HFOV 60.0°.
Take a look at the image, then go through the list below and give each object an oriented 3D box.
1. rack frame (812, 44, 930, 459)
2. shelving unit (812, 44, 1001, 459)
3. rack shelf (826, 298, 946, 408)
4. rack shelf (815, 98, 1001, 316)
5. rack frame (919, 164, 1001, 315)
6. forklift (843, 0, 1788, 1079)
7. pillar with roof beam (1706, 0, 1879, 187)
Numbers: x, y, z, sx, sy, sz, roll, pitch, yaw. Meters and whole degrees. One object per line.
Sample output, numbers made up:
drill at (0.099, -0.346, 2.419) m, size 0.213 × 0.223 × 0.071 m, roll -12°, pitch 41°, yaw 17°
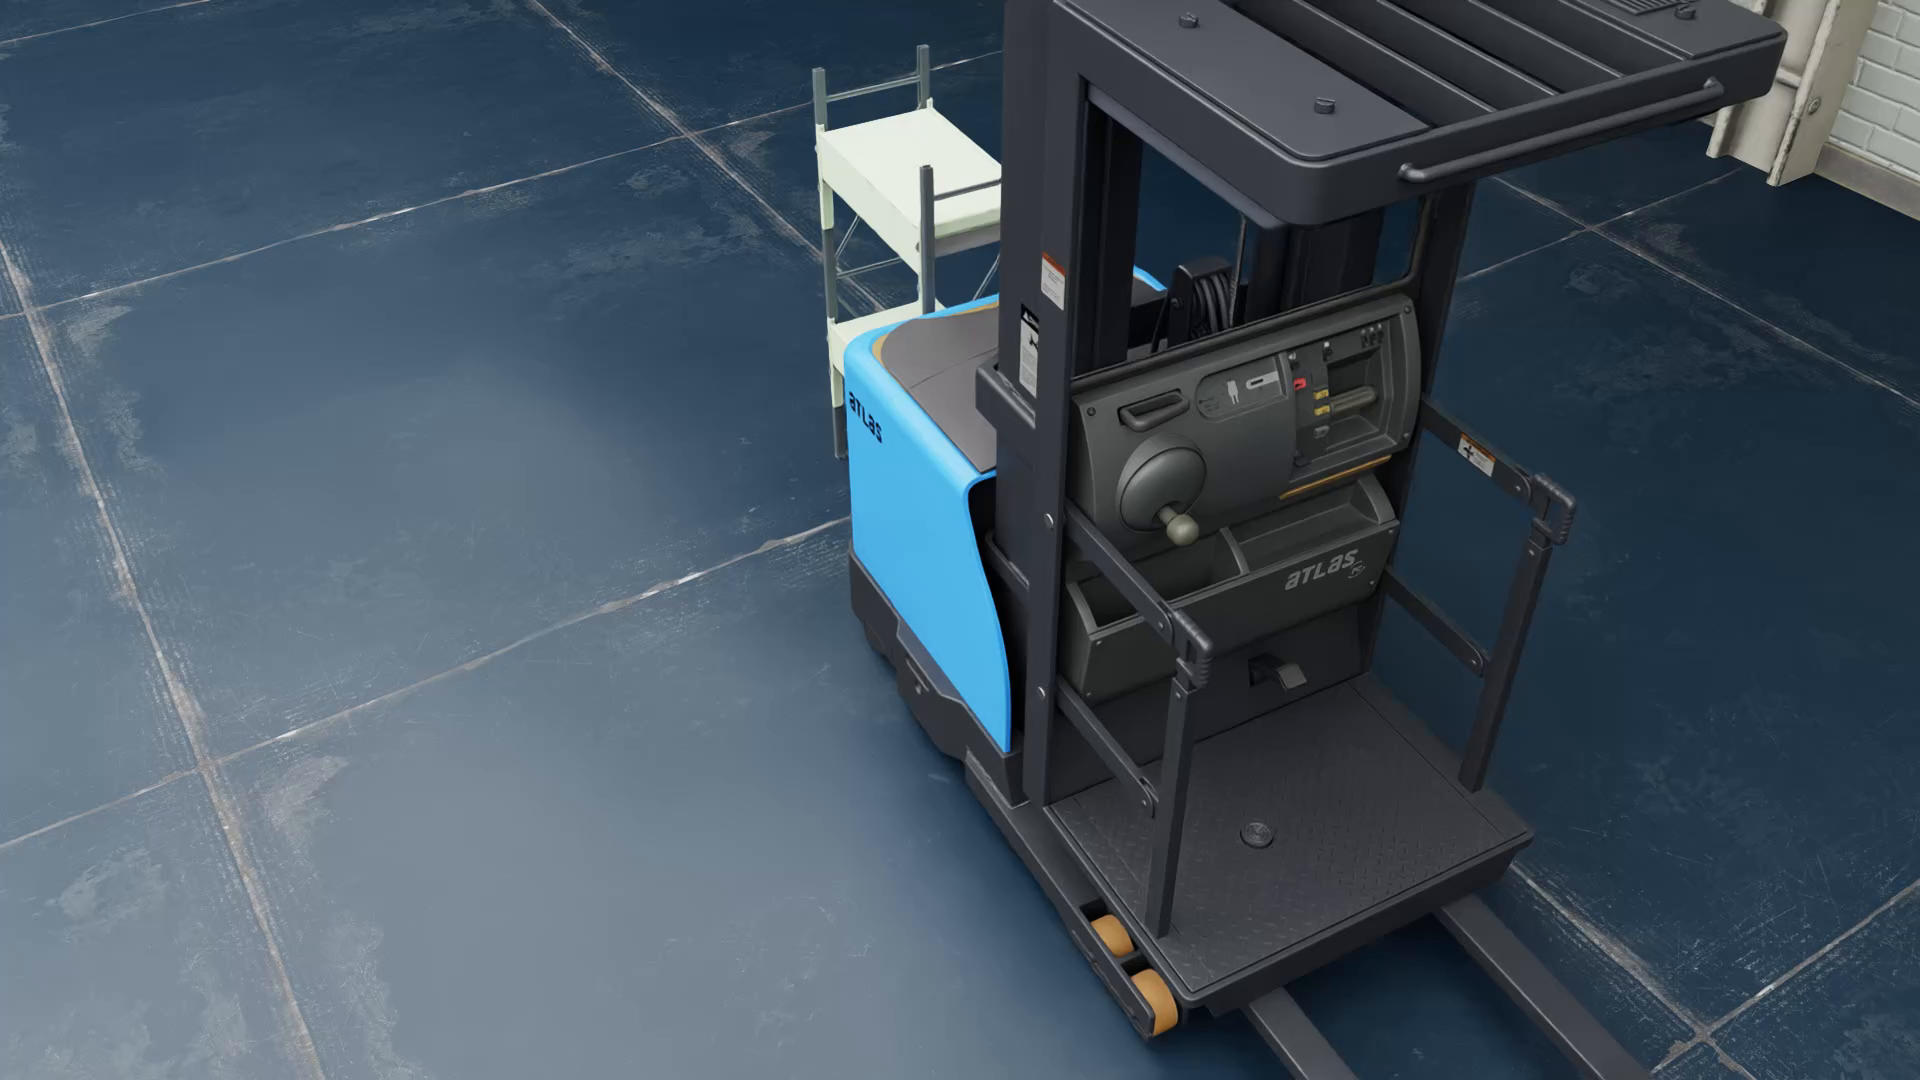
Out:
rack frame at (-0.279, -0.939, 5.705) m, size 0.400 × 1.500 × 0.023 m, roll -19°, pitch 43°, yaw -21°
shelving unit at (-0.106, -0.732, 5.457) m, size 0.431 × 1.500 × 0.755 m, roll -19°, pitch 43°, yaw -21°
rack shelf at (-0.106, -0.482, 5.666) m, size 0.431 × 0.370 × 0.720 m, roll -19°, pitch 43°, yaw -21°
rack shelf at (-0.106, -1.032, 5.207) m, size 0.431 × 0.370 × 0.720 m, roll -19°, pitch 43°, yaw -21°
rack frame at (0.067, -0.526, 5.209) m, size 0.400 × 1.500 × 0.023 m, roll -19°, pitch 43°, yaw -21°
forklift at (0.788, -0.200, 3.700) m, size 1.130 × 2.935 × 3.031 m, roll -19°, pitch 43°, yaw -21°
pillar with roof beam at (0.178, -3.772, 3.248) m, size 9.100 × 9.000 × 0.400 m, roll -22°, pitch 45°, yaw -24°
